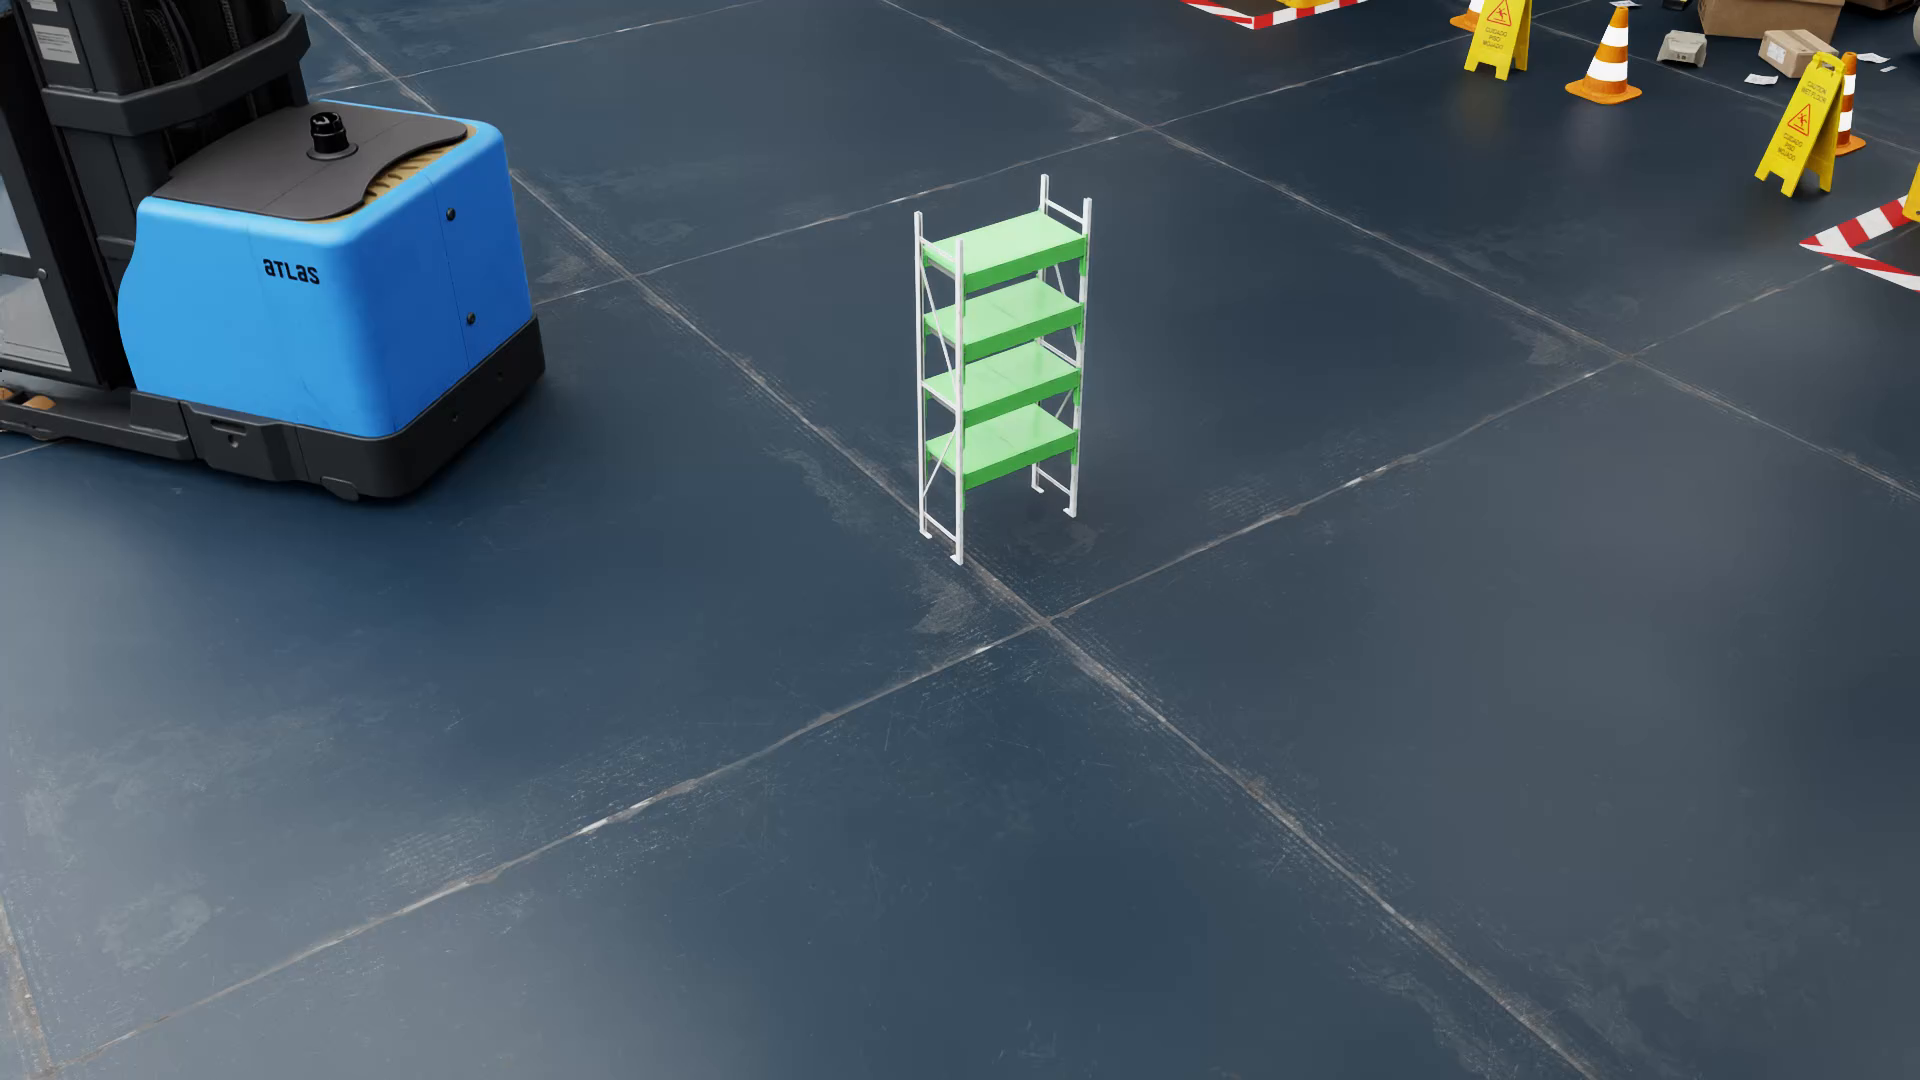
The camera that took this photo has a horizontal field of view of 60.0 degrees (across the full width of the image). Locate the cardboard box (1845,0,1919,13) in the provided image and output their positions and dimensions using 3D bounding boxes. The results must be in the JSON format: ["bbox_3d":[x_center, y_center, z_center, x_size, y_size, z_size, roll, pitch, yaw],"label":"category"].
[{"bbox_3d":[5.604,-3.682,10.323,0.503,0.637,0.797,-22,41,-28],"label":"cardboard box"}]

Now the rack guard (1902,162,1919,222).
[{"bbox_3d":[4.930,-1.534,7.455,0.348,0.500,1.175,-22,41,-28],"label":"rack guard"}]

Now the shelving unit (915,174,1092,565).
[{"bbox_3d":[0.135,-0.543,5.477,0.503,1.200,0.258,-22,41,-28],"label":"shelving unit"}]

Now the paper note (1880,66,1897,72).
[{"bbox_3d":[5.289,-2.683,9.472,0.123,0.001,0.032,-22,41,-28],"label":"paper note"}]

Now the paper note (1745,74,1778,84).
[{"bbox_3d":[4.493,-2.586,9.319,0.148,0.019,0.142,22,41,28],"label":"paper note"}]

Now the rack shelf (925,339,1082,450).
[{"bbox_3d":[0.135,-0.491,5.514,0.480,0.148,0.258,-22,41,-28],"label":"rack shelf"}]

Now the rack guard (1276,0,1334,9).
[{"bbox_3d":[1.914,-3.829,10.645,0.348,0.500,1.175,-22,41,-28],"label":"rack guard"}]

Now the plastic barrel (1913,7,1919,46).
[{"bbox_3d":[5.684,-2.895,9.412,0.421,0.421,0.512,3,36,4],"label":"plastic barrel"}]

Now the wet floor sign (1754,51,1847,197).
[{"bbox_3d":[4.096,-2.014,7.998,0.232,0.644,0.267,-9,37,-12],"label":"wet floor sign"}]

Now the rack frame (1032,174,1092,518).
[{"bbox_3d":[0.335,-0.625,5.591,0.015,1.200,0.240,-22,41,-28],"label":"rack frame"}]

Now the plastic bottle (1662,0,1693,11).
[{"bbox_3d":[4.505,-3.387,10.407,0.133,0.061,0.283,22,41,28],"label":"plastic bottle"}]

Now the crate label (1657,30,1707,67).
[{"bbox_3d":[4.165,-2.831,9.569,0.250,0.136,0.298,15,38,20],"label":"crate label"}]

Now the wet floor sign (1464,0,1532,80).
[{"bbox_3d":[3.050,-2.941,9.287,0.267,0.644,0.232,30,45,35],"label":"wet floor sign"}]

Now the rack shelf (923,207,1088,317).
[{"bbox_3d":[0.135,-0.881,5.234,0.480,0.148,0.258,-22,41,-28],"label":"rack shelf"}]

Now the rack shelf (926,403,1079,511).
[{"bbox_3d":[0.135,-0.296,5.655,0.480,0.148,0.258,-22,41,-28],"label":"rack shelf"}]

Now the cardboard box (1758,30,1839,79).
[{"bbox_3d":[4.775,-2.771,9.475,0.250,0.149,0.380,-3,36,-4],"label":"cardboard box"}]

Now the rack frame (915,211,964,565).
[{"bbox_3d":[-0.064,-0.461,5.363,0.015,1.200,0.240,-22,41,-28],"label":"rack frame"}]

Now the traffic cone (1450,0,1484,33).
[{"bbox_3d":[3.185,-3.323,9.974,0.334,0.463,0.336,-22,41,-28],"label":"traffic cone"}]

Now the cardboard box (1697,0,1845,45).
[{"bbox_3d":[4.845,-3.309,9.920,0.797,0.503,0.637,9,37,12],"label":"cardboard box"}]

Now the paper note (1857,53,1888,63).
[{"bbox_3d":[5.274,-2.795,9.620,0.142,0.019,0.148,-9,37,-12],"label":"paper note"}]

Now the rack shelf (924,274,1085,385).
[{"bbox_3d":[0.135,-0.686,5.374,0.480,0.148,0.258,-22,41,-28],"label":"rack shelf"}]

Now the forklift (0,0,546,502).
[{"bbox_3d":[-3.209,-1.842,5.800,3.031,2.935,1.130,11,37,15],"label":"forklift"}]

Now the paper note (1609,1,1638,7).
[{"bbox_3d":[4.159,-3.349,10.381,0.142,0.017,0.144,-9,37,-12],"label":"paper note"}]

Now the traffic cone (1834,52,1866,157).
[{"bbox_3d":[4.476,-2.254,8.487,0.334,0.463,0.336,-22,41,-28],"label":"traffic cone"}]

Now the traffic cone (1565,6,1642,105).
[{"bbox_3d":[3.558,-2.669,9.065,0.334,0.463,0.336,-22,41,-28],"label":"traffic cone"}]
